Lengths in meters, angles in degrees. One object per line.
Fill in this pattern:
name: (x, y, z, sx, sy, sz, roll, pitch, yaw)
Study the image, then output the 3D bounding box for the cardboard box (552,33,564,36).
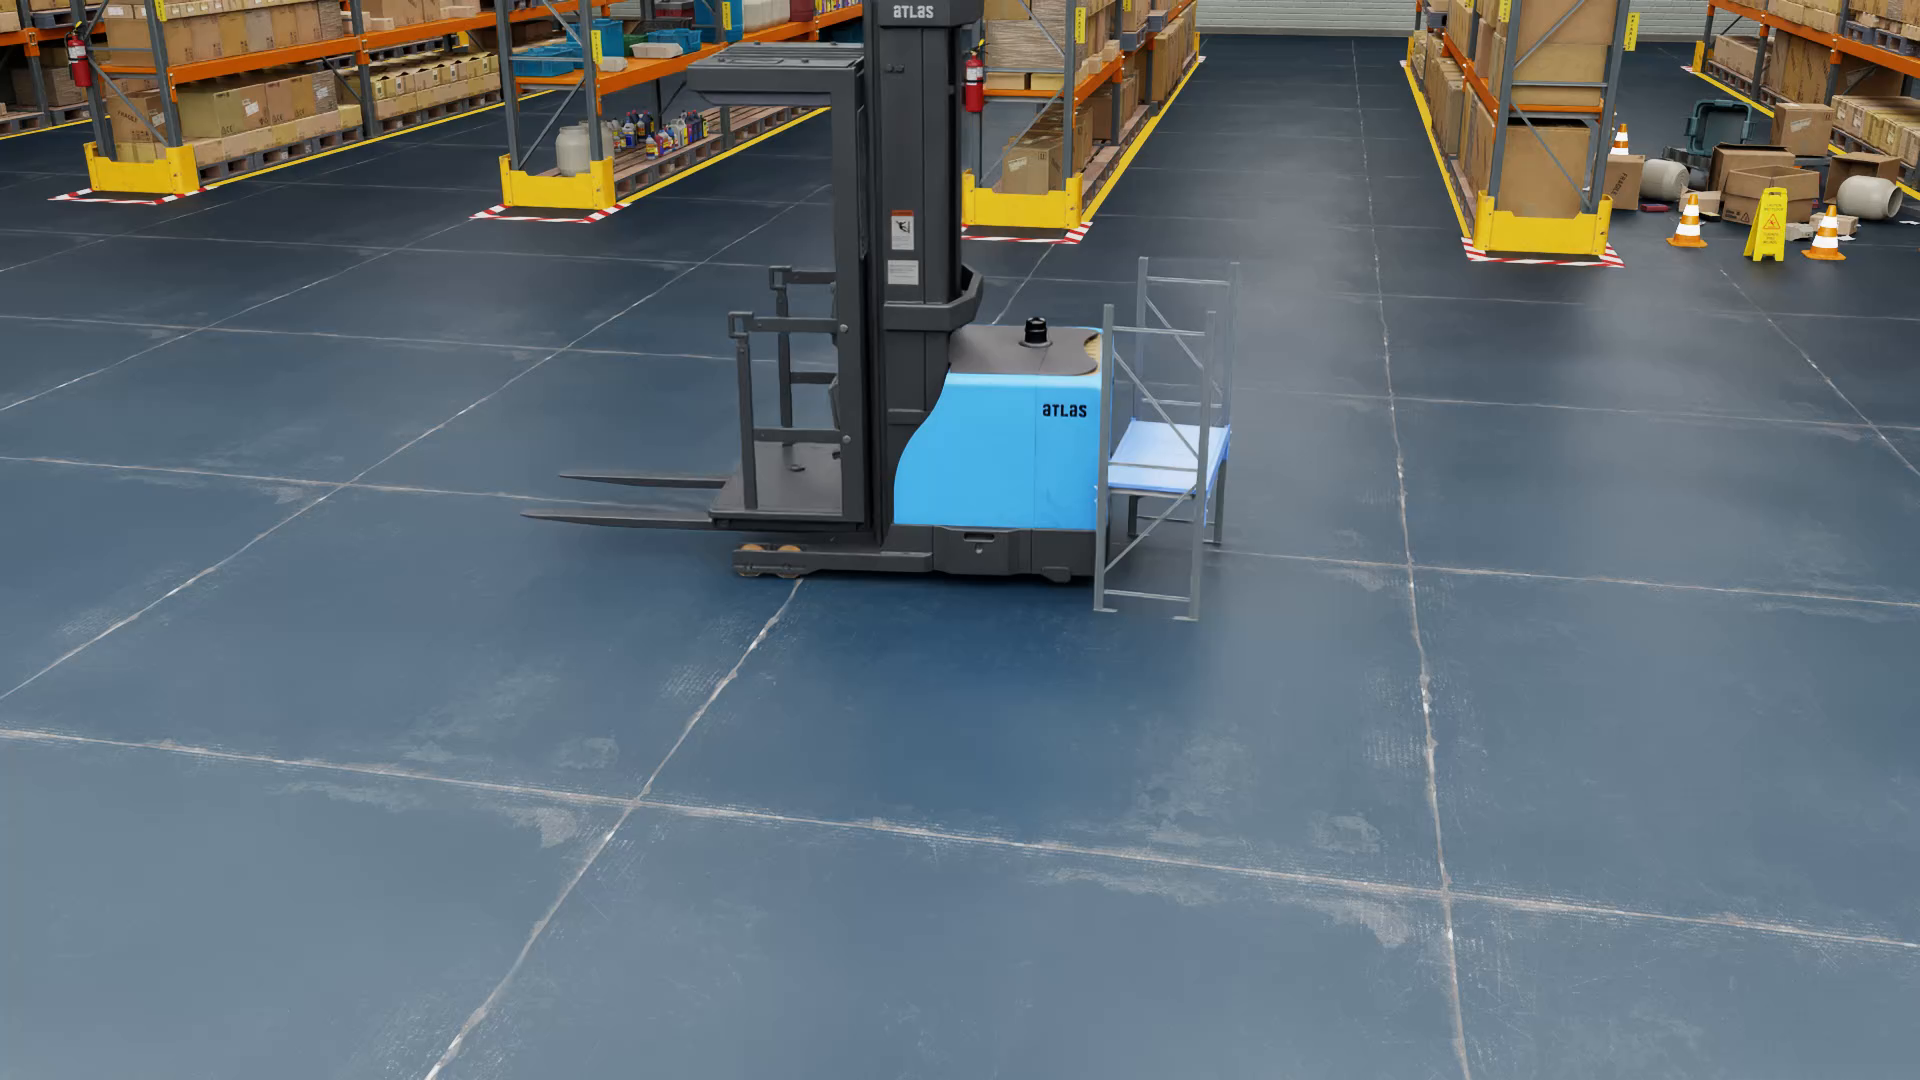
cardboard box: (-7.071, -8.394, 28.437, 0.500, 0.500, 0.500, 5, 22, 12)

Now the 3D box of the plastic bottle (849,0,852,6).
plastic bottle: (-1.803, -8.646, 26.472, 0.152, 0.276, 0.135, 4, 22, 11)

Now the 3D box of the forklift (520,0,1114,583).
forklift: (-0.733, -1.357, 8.300, 3.031, 2.935, 1.130, 2, 22, 5)

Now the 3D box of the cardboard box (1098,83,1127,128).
cardboard box: (1.805, -5.666, 21.664, 0.700, 0.500, 0.500, 3, 22, 6)

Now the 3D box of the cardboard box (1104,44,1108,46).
cardboard box: (1.503, -5.626, 19.144, 0.380, 0.149, 0.250, 4, 22, 11)

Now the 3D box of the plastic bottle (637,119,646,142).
plastic bottle: (-3.902, -5.011, 20.345, 0.097, 0.271, 0.097, 0, 22, 0)

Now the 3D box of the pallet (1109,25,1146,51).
pallet: (1.728, -6.200, 20.491, 1.003, 0.211, 1.213, 4, 22, 11)

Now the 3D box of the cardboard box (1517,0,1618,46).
cardboard box: (5.562, -4.846, 15.225, 0.875, 0.550, 0.550, 4, 22, 11)

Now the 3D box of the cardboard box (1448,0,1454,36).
cardboard box: (6.623, -6.785, 21.553, 0.500, 0.500, 0.500, 4, 22, 10)

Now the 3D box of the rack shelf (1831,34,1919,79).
rack shelf: (11.539, -5.663, 19.863, 1.077, 0.370, 4.000, 4, 22, 11)

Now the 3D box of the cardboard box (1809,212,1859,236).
cardboard box: (8.604, -3.113, 16.385, 0.380, 0.149, 0.250, 18, 28, 38)

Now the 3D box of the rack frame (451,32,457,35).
rack frame: (-10.670, -11.542, 33.498, 1.000, 3.000, 0.127, 4, 22, 11)

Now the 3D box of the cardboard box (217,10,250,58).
cardboard box: (-8.767, -5.904, 19.365, 0.700, 0.500, 0.500, 5, 22, 11)

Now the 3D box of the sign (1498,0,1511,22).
sign: (4.920, -4.836, 14.980, 0.100, 0.325, 0.005, 4, 22, 11)

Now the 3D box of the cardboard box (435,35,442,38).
cardboard box: (-10.714, -10.314, 33.232, 0.700, 0.500, 0.500, 4, 22, 11)

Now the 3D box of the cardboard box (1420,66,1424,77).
cardboard box: (7.643, -7.574, 26.897, 0.380, 0.149, 0.250, 5, 22, 12)

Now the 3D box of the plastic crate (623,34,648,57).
plastic crate: (-3.973, -5.825, 19.586, 0.450, 0.188, 0.662, 4, 22, 11)

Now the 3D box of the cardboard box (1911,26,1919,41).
cardboard box: (11.054, -5.745, 18.878, 0.380, 0.149, 0.250, 4, 22, 10)

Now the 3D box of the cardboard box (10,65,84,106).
cardboard box: (-12.984, -6.469, 23.658, 0.700, 0.500, 0.500, 5, 23, 13)

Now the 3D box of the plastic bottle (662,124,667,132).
plastic bottle: (-3.515, -4.846, 19.917, 0.061, 0.283, 0.133, 4, 22, 11)

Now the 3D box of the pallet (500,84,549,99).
pallet: (-7.262, -7.217, 26.491, 1.003, 0.211, 1.213, 4, 22, 11)

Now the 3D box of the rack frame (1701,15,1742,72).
rack frame: (13.579, -9.654, 28.810, 1.000, 3.000, 0.127, 4, 22, 11)

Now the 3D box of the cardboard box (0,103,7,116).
cardboard box: (-13.198, -5.846, 22.557, 0.380, 0.166, 0.250, 2, 22, 4)

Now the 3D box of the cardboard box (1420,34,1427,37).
cardboard box: (8.188, -8.688, 28.868, 0.380, 0.149, 0.250, 3, 22, 8)

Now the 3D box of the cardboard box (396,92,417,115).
cardboard box: (-7.837, -6.012, 22.885, 0.500, 0.250, 0.500, 5, 22, 12)

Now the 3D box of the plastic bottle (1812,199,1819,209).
plastic bottle: (9.031, -3.574, 17.645, 0.133, 0.061, 0.283, 8, 23, 20)

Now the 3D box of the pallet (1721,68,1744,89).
pallet: (13.242, -7.618, 27.485, 1.003, 0.211, 1.213, 4, 22, 11)

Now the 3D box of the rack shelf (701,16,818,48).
rack shelf: (-3.011, -6.796, 22.677, 1.077, 0.370, 4.000, 4, 22, 11)

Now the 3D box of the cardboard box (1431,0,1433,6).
cardboard box: (6.890, -7.638, 23.578, 0.380, 0.149, 0.250, 4, 22, 10)

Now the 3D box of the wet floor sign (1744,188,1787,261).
wet floor sign: (7.380, -2.889, 15.164, 0.267, 0.644, 0.232, 1, 22, 2)

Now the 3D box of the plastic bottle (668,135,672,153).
plastic bottle: (-3.450, -4.679, 19.614, 0.097, 0.201, 0.097, 0, 22, 0)

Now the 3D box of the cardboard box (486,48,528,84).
cardboard box: (-7.079, -7.430, 26.043, 0.500, 0.500, 0.500, 5, 23, 13)

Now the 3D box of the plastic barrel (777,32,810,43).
plastic barrel: (-2.520, -7.230, 25.133, 0.600, 0.830, 0.708, 4, 22, 11)

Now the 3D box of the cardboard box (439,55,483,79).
cardboard box: (-7.417, -7.019, 24.634, 0.500, 0.311, 0.500, 4, 22, 10)

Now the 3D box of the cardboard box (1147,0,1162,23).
cardboard box: (2.611, -7.687, 23.792, 0.500, 0.500, 0.500, 5, 22, 12)

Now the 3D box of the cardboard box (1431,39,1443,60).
cardboard box: (7.273, -7.284, 24.704, 0.500, 0.250, 0.500, 5, 23, 13)

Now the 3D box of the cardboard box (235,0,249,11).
cardboard box: (-8.532, -6.260, 19.380, 0.380, 0.149, 0.250, 4, 22, 10)

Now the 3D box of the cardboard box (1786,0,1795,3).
cardboard box: (12.189, -7.839, 23.834, 0.500, 0.250, 0.500, 5, 22, 12)

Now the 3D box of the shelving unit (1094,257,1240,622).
shelving unit: (1.016, -0.518, 8.132, 0.538, 1.500, 1.048, 6, 23, 14)

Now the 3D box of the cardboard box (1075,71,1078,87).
cardboard box: (0.974, -4.618, 16.640, 0.380, 0.149, 0.250, 4, 22, 11)

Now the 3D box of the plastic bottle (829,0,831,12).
plastic bottle: (-2.027, -8.161, 25.369, 0.097, 0.201, 0.097, 0, 22, 0)

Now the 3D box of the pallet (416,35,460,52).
pallet: (-10.756, -9.951, 33.278, 1.003, 0.211, 1.213, 4, 22, 11)

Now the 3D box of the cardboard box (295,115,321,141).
cardboard box: (-8.348, -5.145, 20.731, 0.500, 0.250, 0.500, 4, 22, 11)

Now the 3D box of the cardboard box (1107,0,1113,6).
cardboard box: (1.403, -6.118, 18.159, 0.500, 0.500, 0.500, 4, 22, 11)

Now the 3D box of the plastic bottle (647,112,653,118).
plastic bottle: (-3.914, -5.254, 20.947, 0.097, 0.271, 0.097, 0, 22, 0)

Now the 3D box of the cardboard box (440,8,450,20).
cardboard box: (-7.657, -7.653, 24.177, 0.380, 0.149, 0.250, 6, 23, 15)

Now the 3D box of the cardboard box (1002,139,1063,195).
cardboard box: (0.757, -3.821, 17.109, 0.500, 0.500, 0.500, 9, 24, 21)

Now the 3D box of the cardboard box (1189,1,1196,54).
cardboard box: (3.826, -9.379, 30.408, 0.875, 0.875, 0.875, 4, 22, 11)

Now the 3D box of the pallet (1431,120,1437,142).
pallet: (6.846, -5.493, 22.210, 1.003, 0.211, 1.213, 4, 22, 11)

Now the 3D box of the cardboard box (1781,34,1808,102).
cardboard box: (12.538, -6.837, 24.096, 0.875, 0.875, 0.875, 5, 22, 12)

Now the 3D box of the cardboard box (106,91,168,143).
cardboard box: (-9.266, -4.801, 18.873, 0.500, 0.500, 0.500, 4, 22, 11)

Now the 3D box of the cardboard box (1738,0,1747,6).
cardboard box: (12.795, -8.800, 26.556, 0.500, 0.500, 0.500, 4, 22, 10)

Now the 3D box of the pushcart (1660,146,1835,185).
pushcart: (8.888, -4.205, 18.789, 1.648, 0.377, 0.936, -3, 22, -8)

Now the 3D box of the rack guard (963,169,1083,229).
rack guard: (0.628, -3.426, 16.692, 1.175, 0.500, 0.348, 4, 22, 11)

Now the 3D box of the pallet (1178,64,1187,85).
pallet: (3.293, -7.925, 28.250, 1.003, 0.211, 1.213, 4, 22, 11)
